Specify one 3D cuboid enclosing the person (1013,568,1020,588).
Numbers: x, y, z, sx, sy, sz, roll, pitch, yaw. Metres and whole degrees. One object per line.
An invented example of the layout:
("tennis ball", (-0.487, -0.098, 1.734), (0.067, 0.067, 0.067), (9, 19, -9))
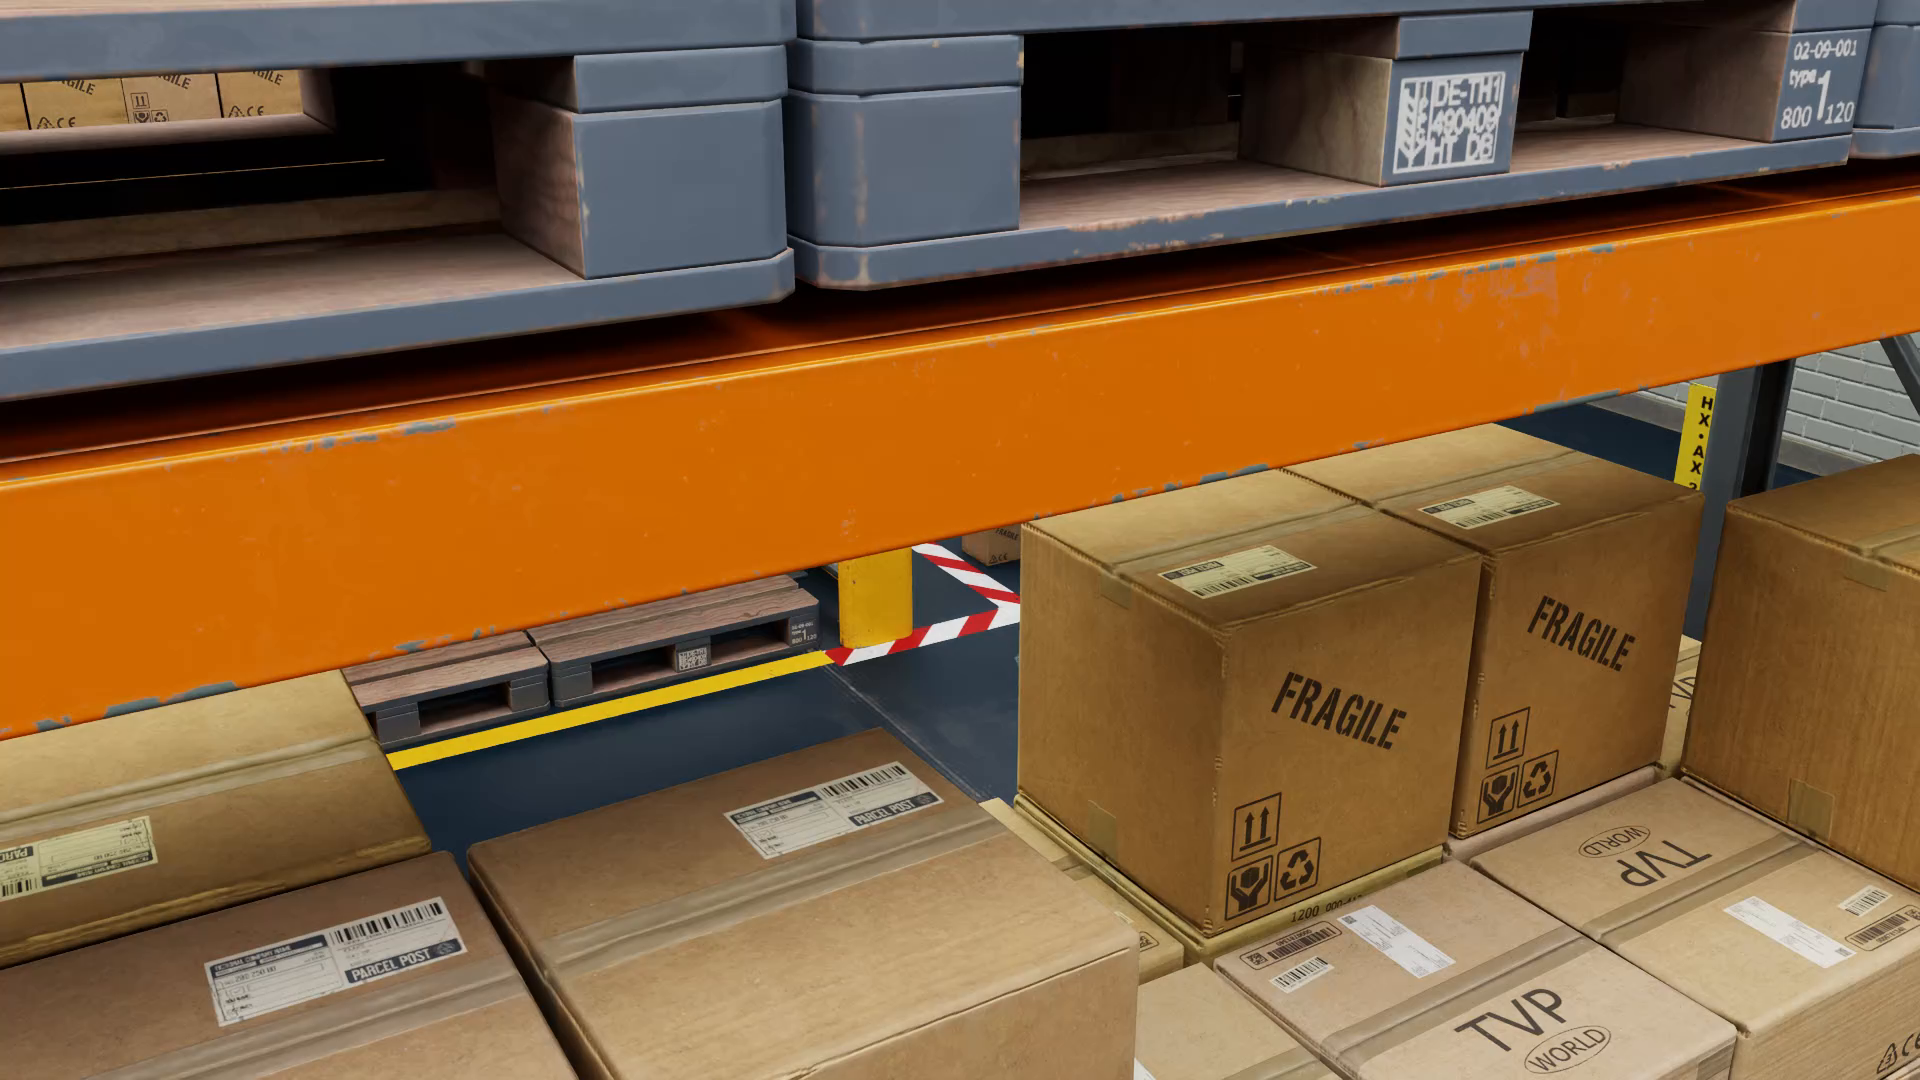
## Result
("person", (0.472, -0.595, 7.650), (0.567, 1.765, 0.381), (-15, 26, -33))
